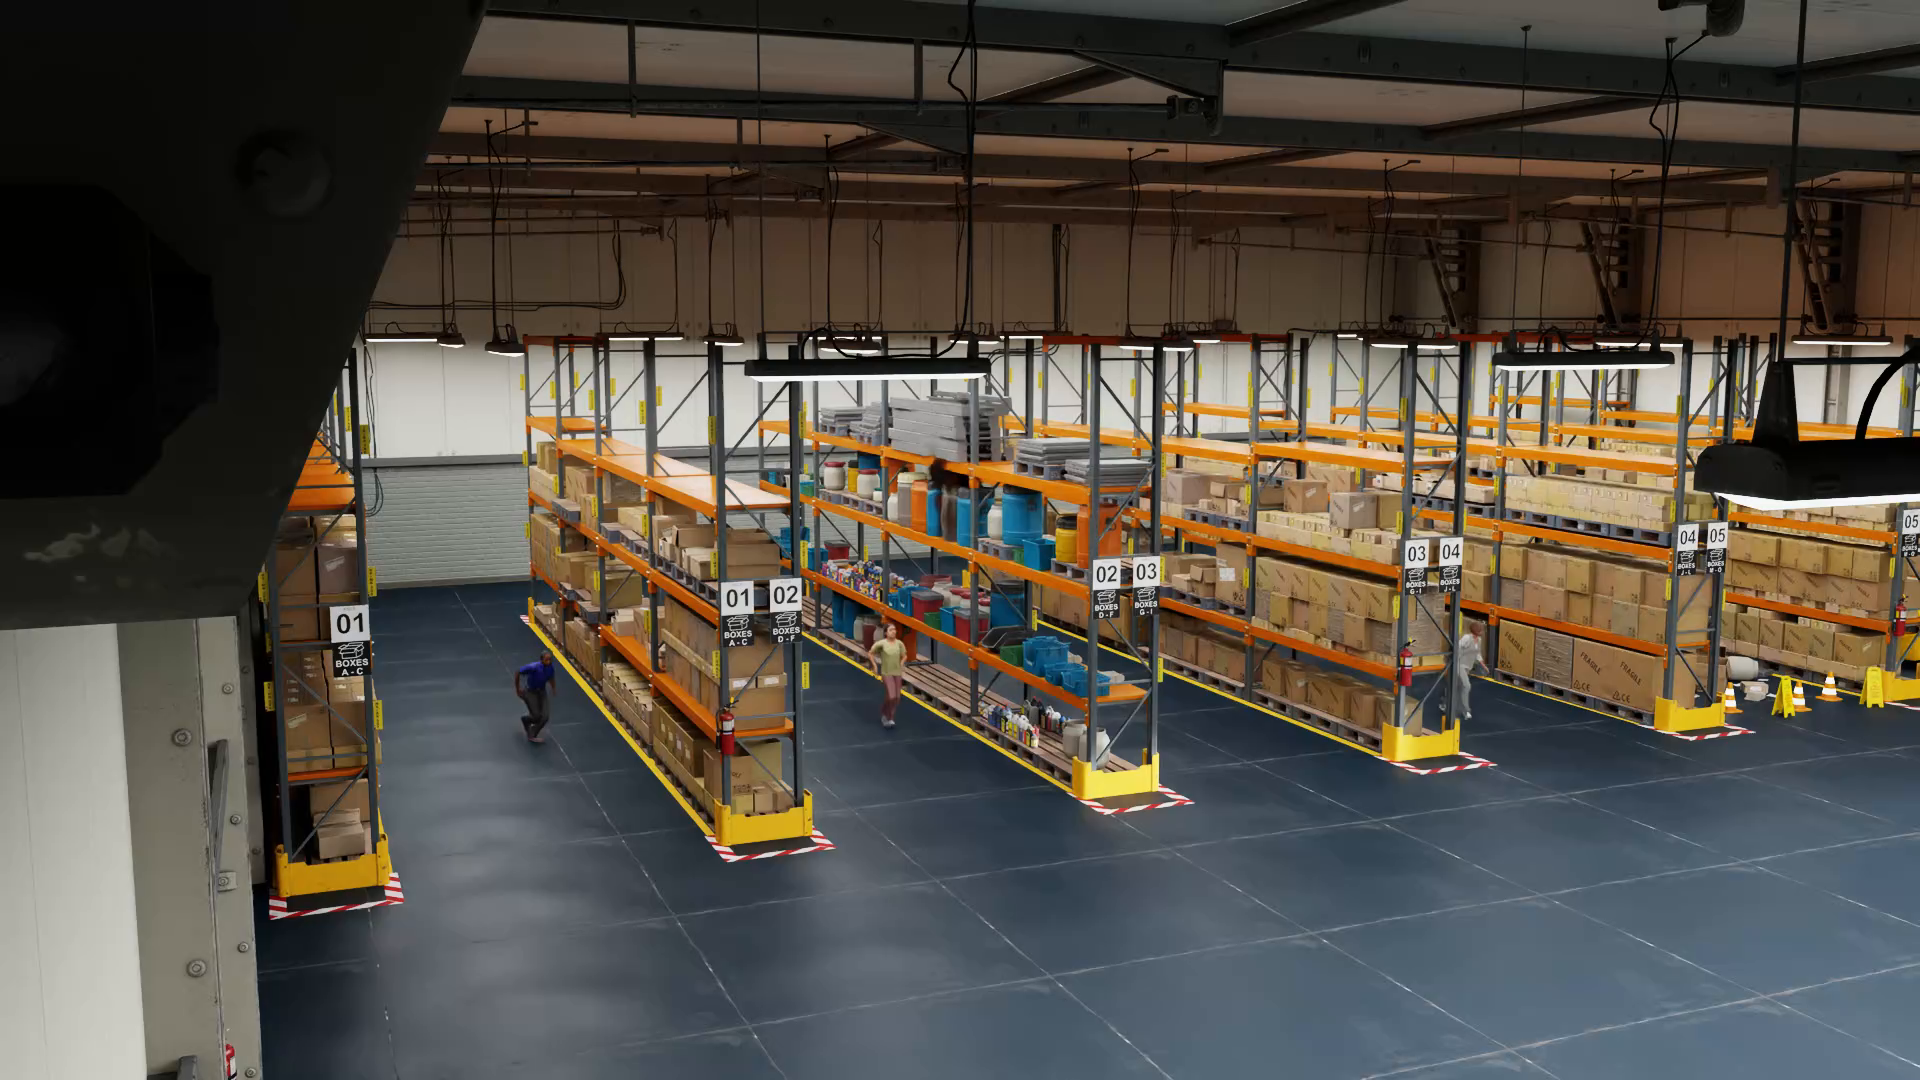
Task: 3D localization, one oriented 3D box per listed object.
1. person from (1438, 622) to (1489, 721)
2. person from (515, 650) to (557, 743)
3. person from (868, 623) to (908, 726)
[{"bbox_3d":[8.042,2.055,26.613,0.496,1.560,0.773,-6,10,-40],"label":"person"},{"bbox_3d":[-6.345,2.335,24.788,0.787,1.461,0.596,7,11,44],"label":"person"},{"bbox_3d":[-1.065,2.093,25.709,0.574,1.628,0.605,-4,8,-26],"label":"person"}]
